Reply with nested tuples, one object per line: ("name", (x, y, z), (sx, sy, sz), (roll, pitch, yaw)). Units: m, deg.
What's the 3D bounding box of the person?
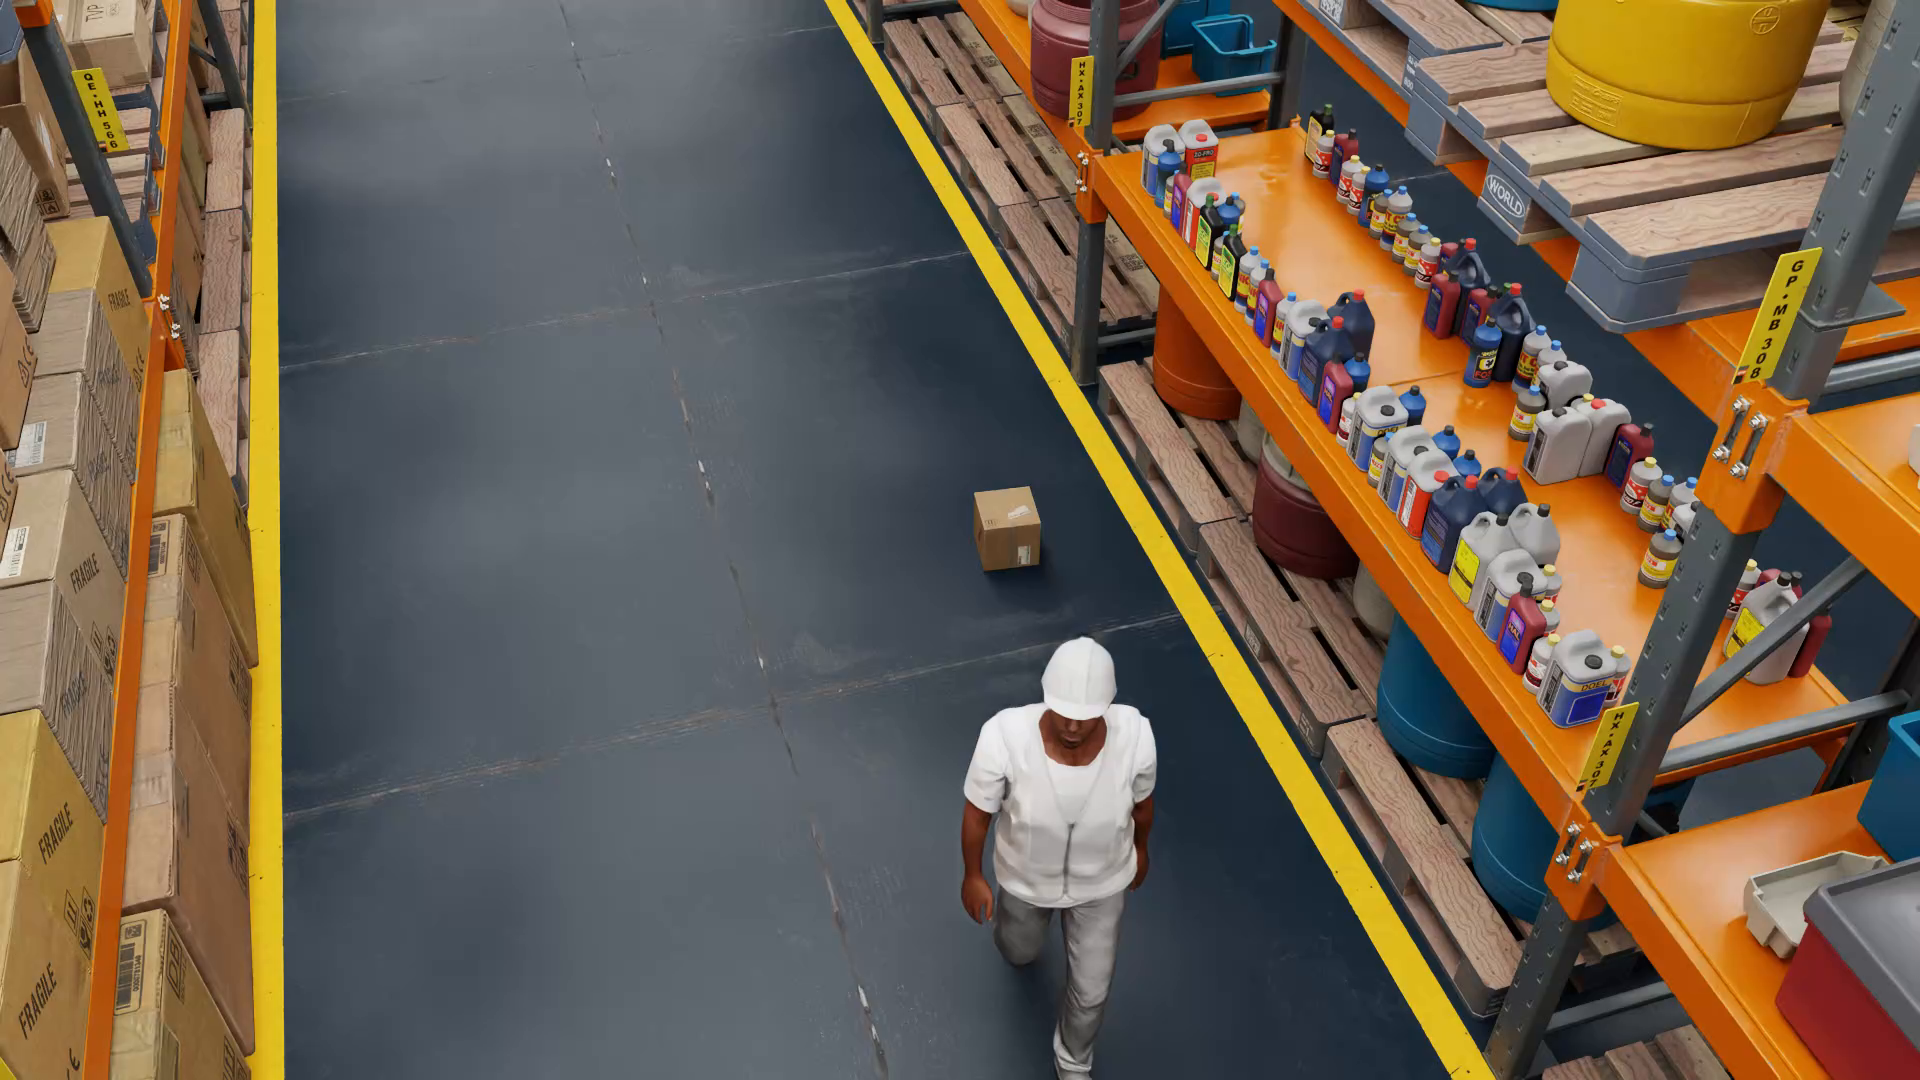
("person", (0.297, 0.963, 5.071), (0.592, 1.730, 0.900), (0, 42, 0))
